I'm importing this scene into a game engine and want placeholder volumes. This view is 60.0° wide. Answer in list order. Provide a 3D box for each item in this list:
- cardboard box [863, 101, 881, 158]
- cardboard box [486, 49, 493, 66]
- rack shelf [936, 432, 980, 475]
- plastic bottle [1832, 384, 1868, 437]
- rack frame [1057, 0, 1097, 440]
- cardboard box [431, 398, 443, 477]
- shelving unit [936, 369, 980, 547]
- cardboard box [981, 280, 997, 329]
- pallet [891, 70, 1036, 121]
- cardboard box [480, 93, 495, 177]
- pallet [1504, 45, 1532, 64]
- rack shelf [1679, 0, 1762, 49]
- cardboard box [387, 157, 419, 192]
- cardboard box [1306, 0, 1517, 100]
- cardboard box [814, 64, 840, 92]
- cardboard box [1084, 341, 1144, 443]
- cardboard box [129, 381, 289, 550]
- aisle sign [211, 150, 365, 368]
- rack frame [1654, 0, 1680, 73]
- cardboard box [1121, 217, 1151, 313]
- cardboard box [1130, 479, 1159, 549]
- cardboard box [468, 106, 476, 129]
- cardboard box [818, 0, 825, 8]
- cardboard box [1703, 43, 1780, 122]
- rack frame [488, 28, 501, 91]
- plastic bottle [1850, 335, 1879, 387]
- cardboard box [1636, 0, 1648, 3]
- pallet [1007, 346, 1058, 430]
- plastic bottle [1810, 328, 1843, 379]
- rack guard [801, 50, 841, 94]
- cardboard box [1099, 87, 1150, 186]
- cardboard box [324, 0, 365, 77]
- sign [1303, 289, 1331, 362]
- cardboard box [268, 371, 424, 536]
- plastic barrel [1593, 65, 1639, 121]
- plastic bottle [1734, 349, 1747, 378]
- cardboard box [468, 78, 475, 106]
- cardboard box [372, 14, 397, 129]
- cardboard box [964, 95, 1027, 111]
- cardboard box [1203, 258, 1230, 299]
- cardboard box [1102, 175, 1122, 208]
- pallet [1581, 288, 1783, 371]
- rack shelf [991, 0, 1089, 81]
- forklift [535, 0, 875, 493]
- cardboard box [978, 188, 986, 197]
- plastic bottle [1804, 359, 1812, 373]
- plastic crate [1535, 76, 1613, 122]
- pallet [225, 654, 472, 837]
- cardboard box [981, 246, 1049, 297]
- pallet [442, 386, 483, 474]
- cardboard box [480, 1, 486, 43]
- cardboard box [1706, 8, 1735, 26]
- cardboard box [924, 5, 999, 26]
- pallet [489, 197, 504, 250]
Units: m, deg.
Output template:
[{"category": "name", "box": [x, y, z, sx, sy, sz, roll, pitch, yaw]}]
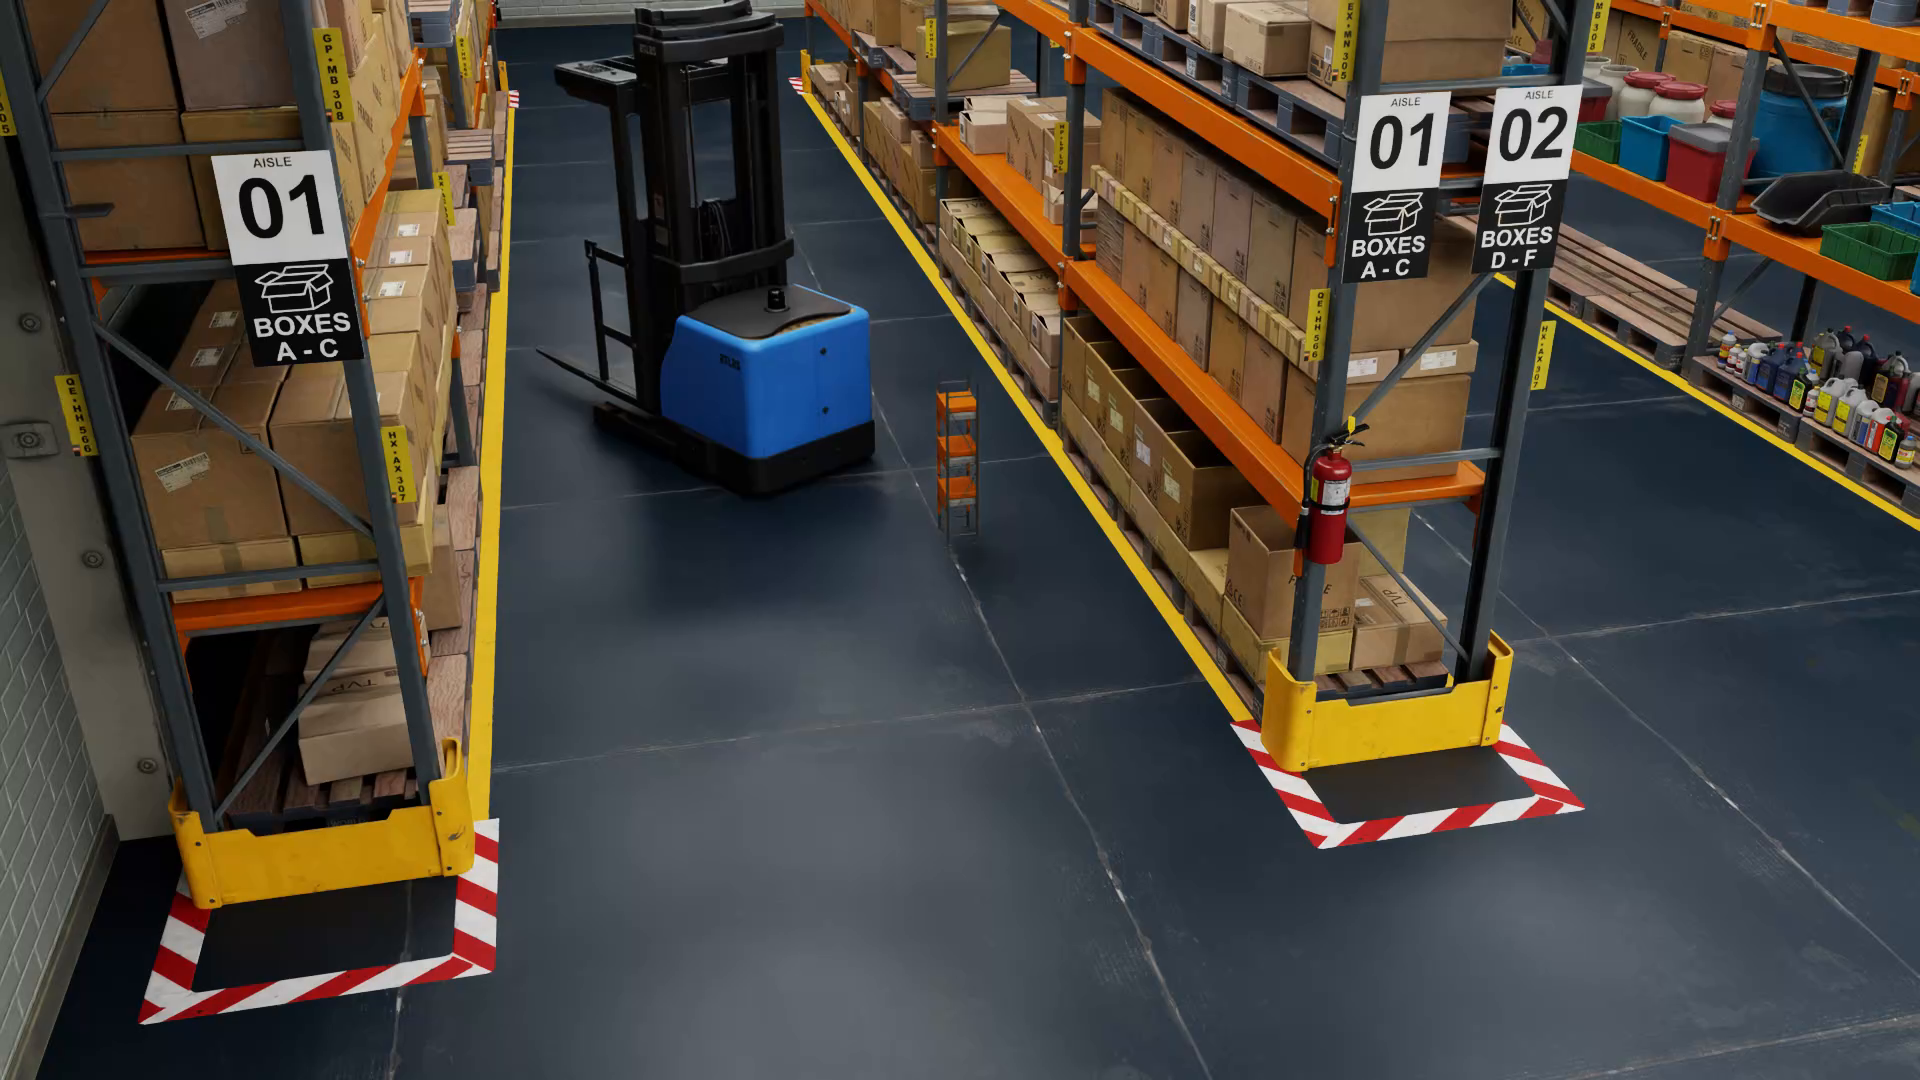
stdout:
[{"category": "cardboard box", "box": [-0.748, -4.470, 18.062, 0.500, 0.500, 0.500, -7, 28, -14]}, {"category": "cardboard box", "box": [-5.827, -5.792, 19.984, 0.380, 0.149, 0.250, -5, 27, -10]}, {"category": "rack shelf", "box": [-0.012, -0.483, 10.065, 0.215, 0.259, 0.240, -6, 27, -12]}, {"category": "plastic bottle", "box": [5.968, -0.882, 11.120, 0.144, 0.351, 0.185, -5, 27, -9]}, {"category": "rack frame", "box": [1.183, -2.114, 11.110, 1.000, 3.000, 0.127, -6, 27, -12]}, {"category": "cardboard box", "box": [-2.781, -0.493, 8.041, 0.500, 0.250, 0.500, -6, 27, -12]}, {"category": "shelving unit", "box": [-0.012, -0.492, 10.060, 0.215, 1.050, 0.252, -6, 27, -12]}, {"category": "cardboard box", "box": [0.466, -1.897, 13.265, 0.500, 0.250, 0.500, -5, 27, -11]}, {"category": "pallet", "box": [0.061, -4.075, 15.207, 1.213, 0.211, 1.003, -6, 27, -12]}, {"category": "cardboard box", "box": [-5.172, -4.077, 16.919, 0.750, 0.750, 0.750, -6, 27, -11]}, {"category": "pallet", "box": [8.388, -6.799, 23.485, 1.003, 0.211, 1.213, -6, 27, -12]}, {"category": "rack shelf", "box": [5.559, -4.511, 13.329, 1.077, 0.370, 4.000, -6, 27, -12]}, {"category": "cardboard box", "box": [-3.724, -2.077, 10.438, 0.700, 0.500, 0.500, -6, 27, -11]}, {"category": "cardboard box", "box": [1.959, -2.246, 7.306, 0.797, 0.503, 0.637, -4, 27, -8]}, {"category": "cardboard box", "box": [-1.562, -5.864, 21.102, 0.500, 0.250, 0.500, -6, 27, -12]}, {"category": "cardboard box", "box": [1.103, -0.955, 10.566, 0.500, 0.500, 0.500, -6, 27, -12]}, {"category": "cardboard box", "box": [-3.054, -0.316, 6.858, 0.500, 0.500, 0.500, -6, 27, -12]}, {"category": "aisle sign", "box": [-2.432, -1.013, 6.043, 0.394, 0.787, 0.004, -6, 27, -12]}, {"category": "rack frame", "box": [9.033, -6.631, 20.058, 1.000, 3.000, 0.127, -6, 27, -12]}, {"category": "cardboard box", "box": [1.415, -1.734, 10.245, 0.700, 0.500, 0.500, -6, 27, -12]}, {"category": "cardboard box", "box": [1.326, -0.181, 9.865, 0.500, 0.250, 0.500, -6, 27, -12]}, {"category": "cardboard box", "box": [-4.418, -3.667, 14.443, 0.380, 0.149, 0.250, -5, 27, -10]}, {"category": "cardboard box", "box": [-1.446, -6.759, 20.201, 0.500, 0.500, 0.500, -6, 27, -12]}, {"category": "cardboard box", "box": [9.399, -5.198, 19.112, 1.225, 0.875, 0.875, -7, 28, -13]}, {"category": "rack frame", "box": [-6.347, -6.878, 20.547, 1.000, 3.000, 0.127, -6, 27, -12]}, {"category": "plastic bottle", "box": [6.479, -1.292, 11.932, 0.144, 0.351, 0.185, -7, 28, -14]}, {"category": "cardboard box", "box": [8.586, -6.732, 20.538, 0.380, 0.149, 0.250, -5, 27, -11]}, {"category": "pallet", "box": [0.979, -1.189, 12.371, 1.003, 0.211, 1.213, -6, 27, -12]}, {"category": "plastic bottle", "box": [6.295, -1.361, 12.070, 0.144, 0.351, 0.185, -6, 27, -12]}, {"category": "rack guard", "box": [-1.504, -6.233, 22.044, 1.175, 0.500, 0.348, -6, 27, -12]}, {"category": "cardboard box", "box": [1.289, -2.544, 10.410, 0.700, 0.500, 0.500, -6, 27, -11]}, {"category": "cardboard box", "box": [-2.655, -2.112, 6.533, 0.500, 0.500, 0.500, -6, 27, -12]}, {"category": "sign", "box": [1.553, -0.932, 7.219, 0.100, 0.325, 0.005, -6, 27, -12]}, {"category": "cardboard box", "box": [-2.556, -0.370, 6.967, 0.500, 0.500, 0.500, -6, 27, -12]}, {"category": "plastic barrel", "box": [5.643, -3.807, 14.339, 0.421, 0.512, 0.421, 0, 27, 0]}, {"category": "plastic bottle", "box": [5.701, -1.289, 12.092, 0.097, 0.201, 0.097, 0, 27, 0]}, {"category": "cardboard box", "box": [-4.513, -4.022, 14.426, 0.500, 0.500, 0.500, -5, 27, -10]}, {"category": "cardboard box", "box": [-2.921, -2.118, 7.656, 0.500, 0.500, 0.500, -4, 27, -8]}, {"category": "cardboard box", "box": [0.321, -3.666, 14.284, 0.500, 0.311, 0.500, -4, 27, -8]}, {"category": "cardboard box", "box": [1.520, -1.409, 8.882, 0.380, 0.149, 0.250, -5, 27, -10]}, {"category": "cardboard box", "box": [1.112, -2.201, 10.450, 0.380, 0.149, 0.250, -6, 27, -11]}, {"category": "pallet", "box": [5.795, -1.711, 13.407, 1.003, 0.211, 1.213, -6, 27, -12]}, {"category": "rack shelf", "box": [0.733, -4.010, 12.335, 1.077, 0.370, 4.000, -6, 27, -12]}, {"category": "forklift", "box": [-1.954, -2.182, 11.320, 1.130, 2.935, 3.031, -23, 35, -38]}, {"category": "cardboard box", "box": [0.458, -3.180, 15.506, 0.500, 0.500, 0.500, -5, 27, -9]}, {"category": "plastic bottle", "box": [5.938, -1.146, 11.731, 0.097, 0.271, 0.097, 0, 27, 0]}, {"category": "plastic crate", "box": [5.175, -3.660, 14.101, 0.402, 0.464, 0.583, -6, 27, -12]}, {"category": "pallet", "box": [-2.907, 0.998, 8.039, 1.003, 0.211, 1.213, -6, 27, -12]}, {"category": "cardboard box", "box": [0.469, -2.141, 13.127, 0.500, 0.311, 0.500, -6, 27, -12]}, {"category": "pallet", "box": [-3.819, -0.706, 11.415, 1.003, 0.211, 1.213, -6, 27, -12]}, {"category": "cardboard box", "box": [-5.711, -5.816, 18.111, 0.980, 0.700, 0.700, -7, 28, -13]}, {"category": "cardboard box", "box": [9.007, -6.227, 19.148, 0.500, 0.500, 0.500, -6, 27, -12]}, {"category": "cardboard box", "box": [0.010, -4.788, 15.831, 0.700, 0.500, 0.500, -1, 27, -2]}, {"category": "pallet", "box": [-4.919, -3.009, 15.977, 1.003, 0.211, 1.213, -6, 27, -12]}]
